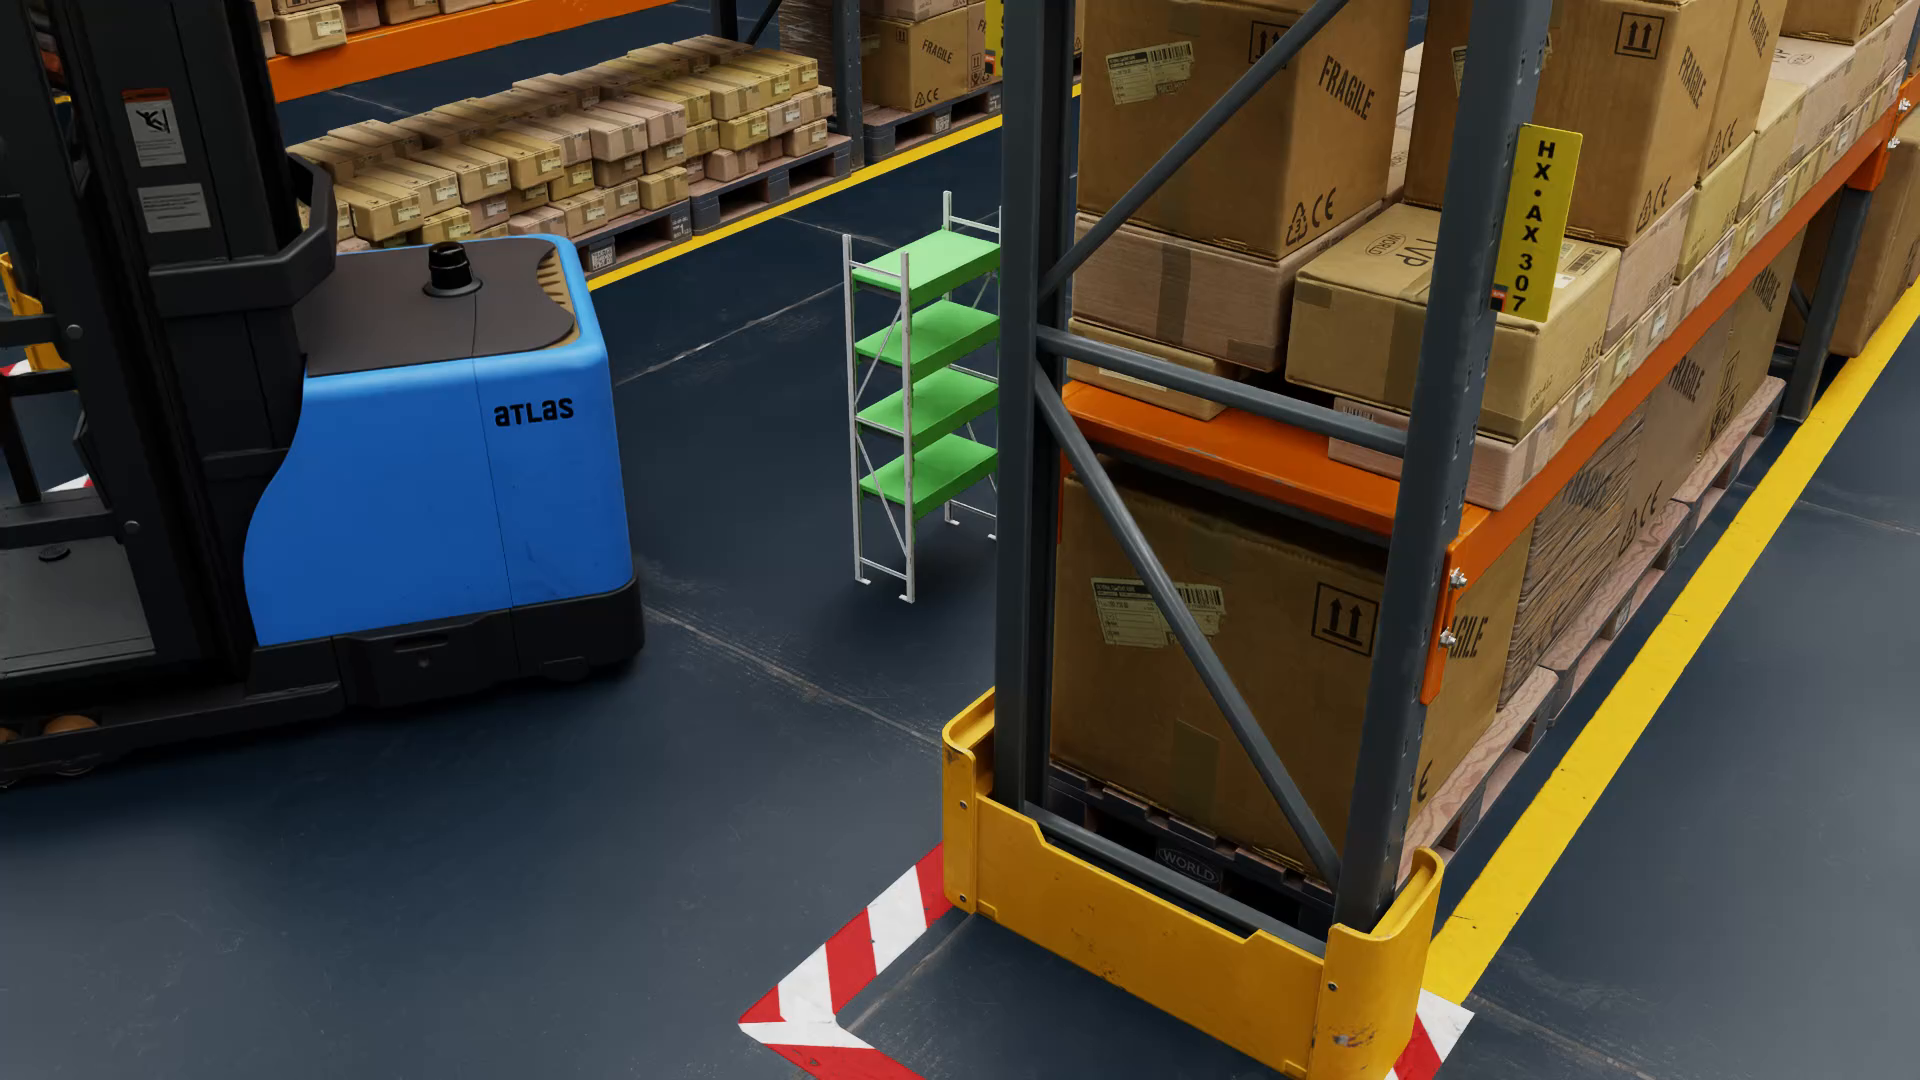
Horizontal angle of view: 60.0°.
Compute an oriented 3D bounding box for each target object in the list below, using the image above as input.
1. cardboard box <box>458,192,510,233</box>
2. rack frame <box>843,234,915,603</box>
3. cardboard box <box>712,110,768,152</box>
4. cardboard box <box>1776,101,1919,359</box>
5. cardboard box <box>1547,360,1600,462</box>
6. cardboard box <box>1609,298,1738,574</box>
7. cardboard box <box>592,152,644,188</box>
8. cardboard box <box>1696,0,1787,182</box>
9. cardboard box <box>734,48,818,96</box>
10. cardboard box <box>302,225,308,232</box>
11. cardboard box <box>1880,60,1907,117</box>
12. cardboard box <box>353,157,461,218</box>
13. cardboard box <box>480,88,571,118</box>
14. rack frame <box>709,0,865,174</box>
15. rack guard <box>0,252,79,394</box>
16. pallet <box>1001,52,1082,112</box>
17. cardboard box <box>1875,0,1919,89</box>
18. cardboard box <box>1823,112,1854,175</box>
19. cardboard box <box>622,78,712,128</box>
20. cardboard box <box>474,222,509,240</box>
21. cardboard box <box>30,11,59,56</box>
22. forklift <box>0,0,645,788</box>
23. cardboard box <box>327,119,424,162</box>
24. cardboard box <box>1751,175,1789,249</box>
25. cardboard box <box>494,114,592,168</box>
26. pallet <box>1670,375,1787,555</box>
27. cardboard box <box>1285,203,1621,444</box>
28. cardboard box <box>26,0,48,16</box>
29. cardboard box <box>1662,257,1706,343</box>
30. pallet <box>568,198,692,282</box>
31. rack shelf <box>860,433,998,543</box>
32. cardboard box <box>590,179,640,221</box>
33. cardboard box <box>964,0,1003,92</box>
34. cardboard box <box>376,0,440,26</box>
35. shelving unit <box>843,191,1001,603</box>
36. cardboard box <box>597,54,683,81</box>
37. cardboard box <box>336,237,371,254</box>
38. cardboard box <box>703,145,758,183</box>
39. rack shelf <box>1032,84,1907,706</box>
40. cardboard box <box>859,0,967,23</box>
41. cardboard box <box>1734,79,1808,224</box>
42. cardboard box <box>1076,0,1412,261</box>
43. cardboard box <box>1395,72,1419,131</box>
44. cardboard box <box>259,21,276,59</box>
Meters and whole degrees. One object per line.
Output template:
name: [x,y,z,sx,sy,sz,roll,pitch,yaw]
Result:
cardboard box: [-2.243,-1.502,7.435,0.380,0.149,0.250,19,36,29]
rack frame: [-0.247,-0.350,5.163,0.240,1.200,0.015,21,37,31]
cardboard box: [-1.201,-2.111,8.463,0.380,0.149,0.250,20,36,30]
cardboard box: [3.301,-1.448,6.924,1.225,0.875,0.875,21,37,31]
cardboard box: [1.147,-0.329,3.610,0.380,0.149,0.250,21,36,31]
cardboard box: [1.925,-0.573,5.446,0.875,0.875,0.875,21,37,31]
cardboard box: [-1.747,-1.827,7.984,0.380,0.149,0.250,19,36,29]
cardboard box: [1.630,-1.203,3.958,0.500,0.500,0.500,20,36,30]
cardboard box: [-0.970,-2.469,8.774,0.380,0.149,0.250,22,37,33]
cardboard box: [-2.791,-1.176,6.593,0.380,0.149,0.250,19,36,29]
cardboard box: [3.007,-1.583,5.725,0.380,0.149,0.250,21,37,32]
cardboard box: [-2.382,-1.514,7.164,0.380,0.149,0.250,19,36,29]
cardboard box: [-2.120,-2.078,8.115,0.380,0.149,0.250,19,36,29]
rack frame: [-0.963,-3.483,8.685,1.000,3.000,0.127,21,37,31]
rack guard: [-3.332,-0.813,6.631,1.175,0.500,0.348,21,37,31]
pallet: [0.242,-3.098,10.771,1.003,0.211,1.213,21,37,31]
cardboard box: [2.873,-1.719,5.563,0.500,0.250,0.500,20,36,30]
cardboard box: [2.542,-1.269,5.196,0.380,0.149,0.250,22,37,32]
cardboard box: [-1.456,-2.168,8.266,0.380,0.149,0.250,22,37,33]
cardboard box: [-2.249,-1.364,7.493,0.380,0.149,0.250,21,37,31]
cardboard box: [-3.406,-1.969,6.376,0.380,0.149,0.250,21,37,31]
forklift: [-2.537,-0.876,4.354,3.031,2.935,1.130,-9,32,-15]
cardboard box: [-2.683,-1.801,7.648,0.380,0.149,0.250,23,37,33]
cardboard box: [2.077,-0.957,4.669,0.380,0.149,0.250,22,37,32]
cardboard box: [-1.936,-1.848,7.728,0.380,0.149,0.250,21,37,31]
pallet: [2.409,-0.431,6.270,1.003,0.211,1.213,21,37,31]
cardboard box: [1.021,-0.465,3.448,0.500,0.250,0.500,20,36,30]
cardboard box: [-3.312,-2.290,6.282,0.500,0.500,0.500,22,37,32]
cardboard box: [1.612,-0.643,4.139,0.380,0.149,0.250,20,36,30]
pallet: [-2.076,-1.502,8.077,1.003,0.211,1.213,21,37,31]
rack shelf: [-0.100,-0.187,5.486,0.258,0.148,0.480,21,37,31]
cardboard box: [-1.764,-1.667,8.005,0.380,0.149,0.250,22,37,32]
cardboard box: [0.012,-3.023,9.948,0.500,0.500,0.500,23,38,33]
cardboard box: [-2.365,-2.239,6.833,0.380,0.149,0.250,21,36,31]
shelving unit: [-0.100,-0.449,5.331,0.258,1.200,0.503,21,37,31]
cardboard box: [-1.663,-2.405,8.667,0.380,0.149,0.250,21,36,31]
cardboard box: [-2.646,-1.167,6.870,0.380,0.149,0.250,21,37,31]
cardboard box: [-1.260,-1.966,8.509,0.380,0.149,0.250,20,36,30]
rack shelf: [1.723,-0.793,4.852,1.077,0.370,4.000,21,37,31]
cardboard box: [-0.306,-3.130,9.394,0.500,0.250,0.500,19,36,29]
cardboard box: [1.946,-1.095,4.511,0.500,0.250,0.500,20,36,30]
cardboard box: [0.600,-0.955,3.539,0.500,0.500,0.500,22,37,32]
cardboard box: [1.210,-1.045,4.426,0.500,0.250,0.500,20,36,30]
cardboard box: [-2.800,-1.896,6.254,0.380,0.149,0.250,23,37,33]
